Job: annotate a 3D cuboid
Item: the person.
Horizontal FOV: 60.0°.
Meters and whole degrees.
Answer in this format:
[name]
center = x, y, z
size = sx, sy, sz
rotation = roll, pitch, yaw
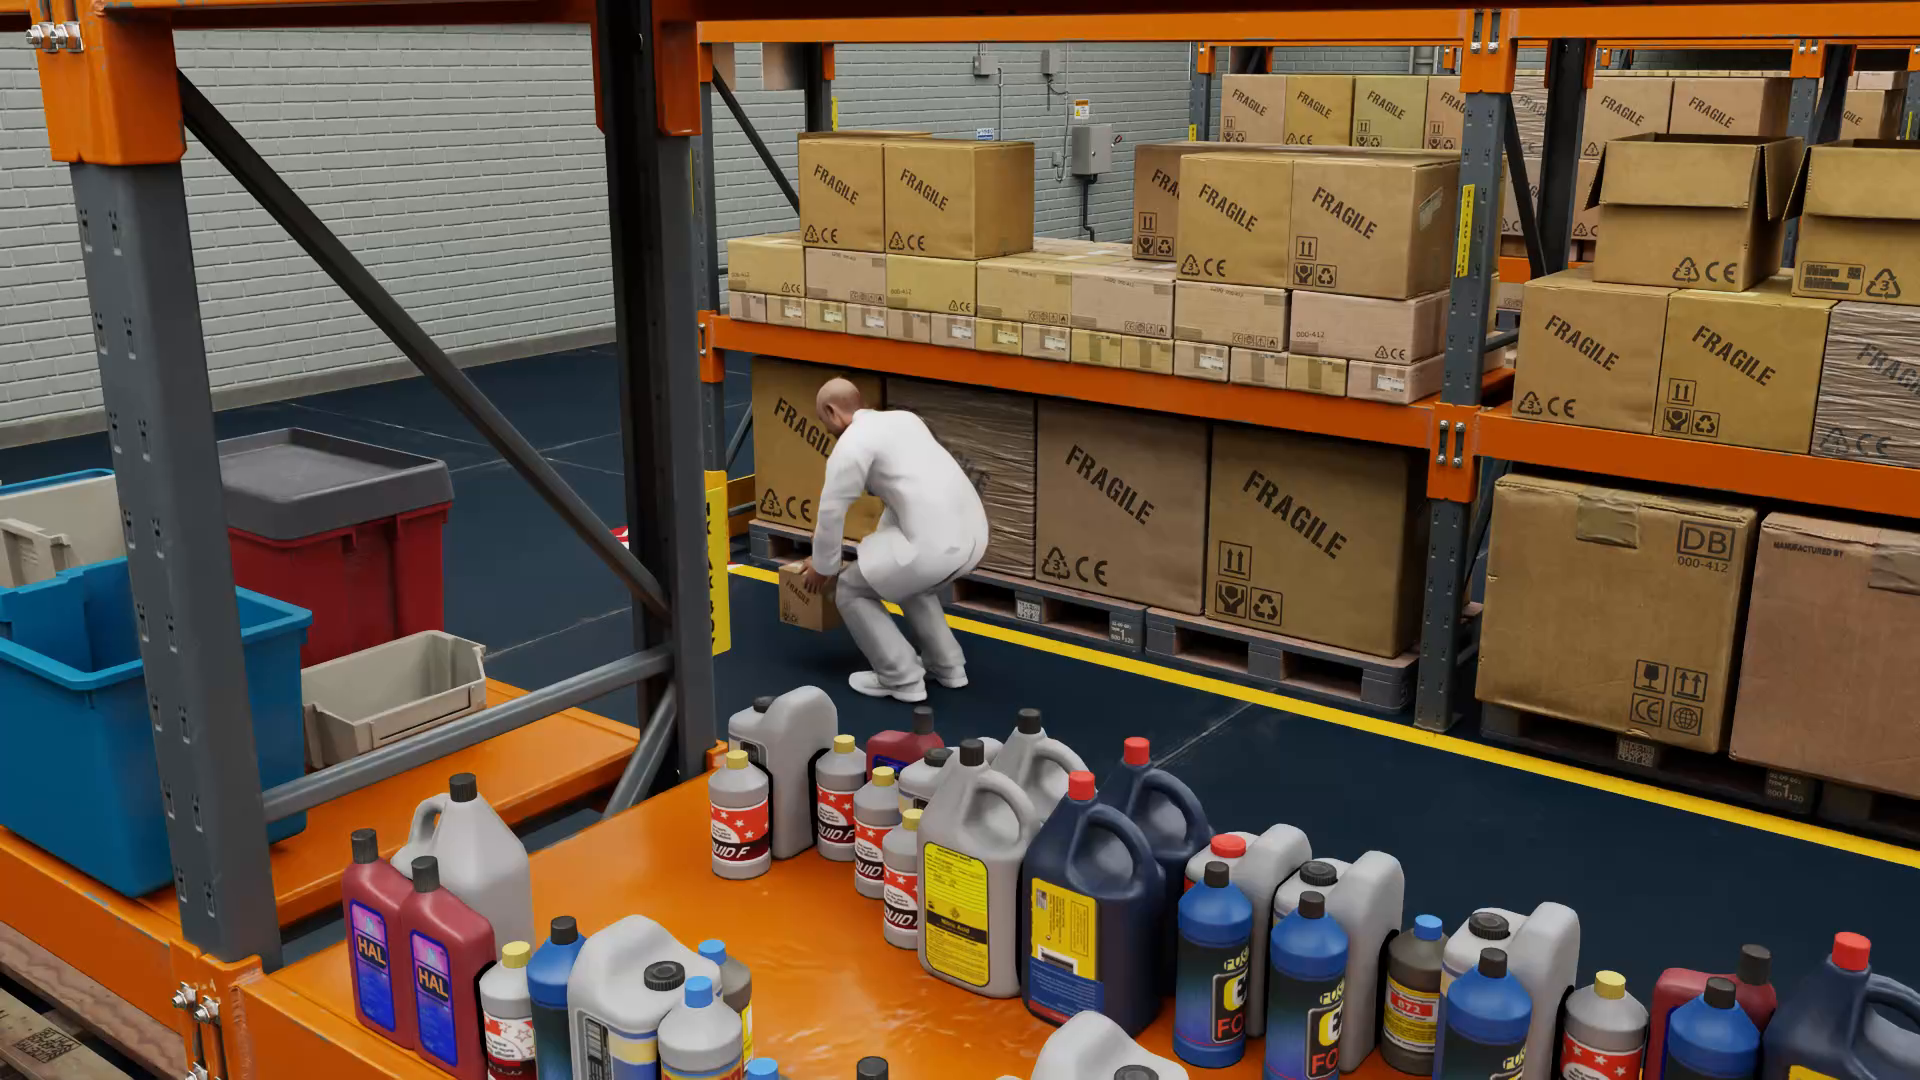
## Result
[person]
center = -0.264, 0.008, 6.905
size = 0.775, 1.293, 0.633
rotation = 12, 20, 35
